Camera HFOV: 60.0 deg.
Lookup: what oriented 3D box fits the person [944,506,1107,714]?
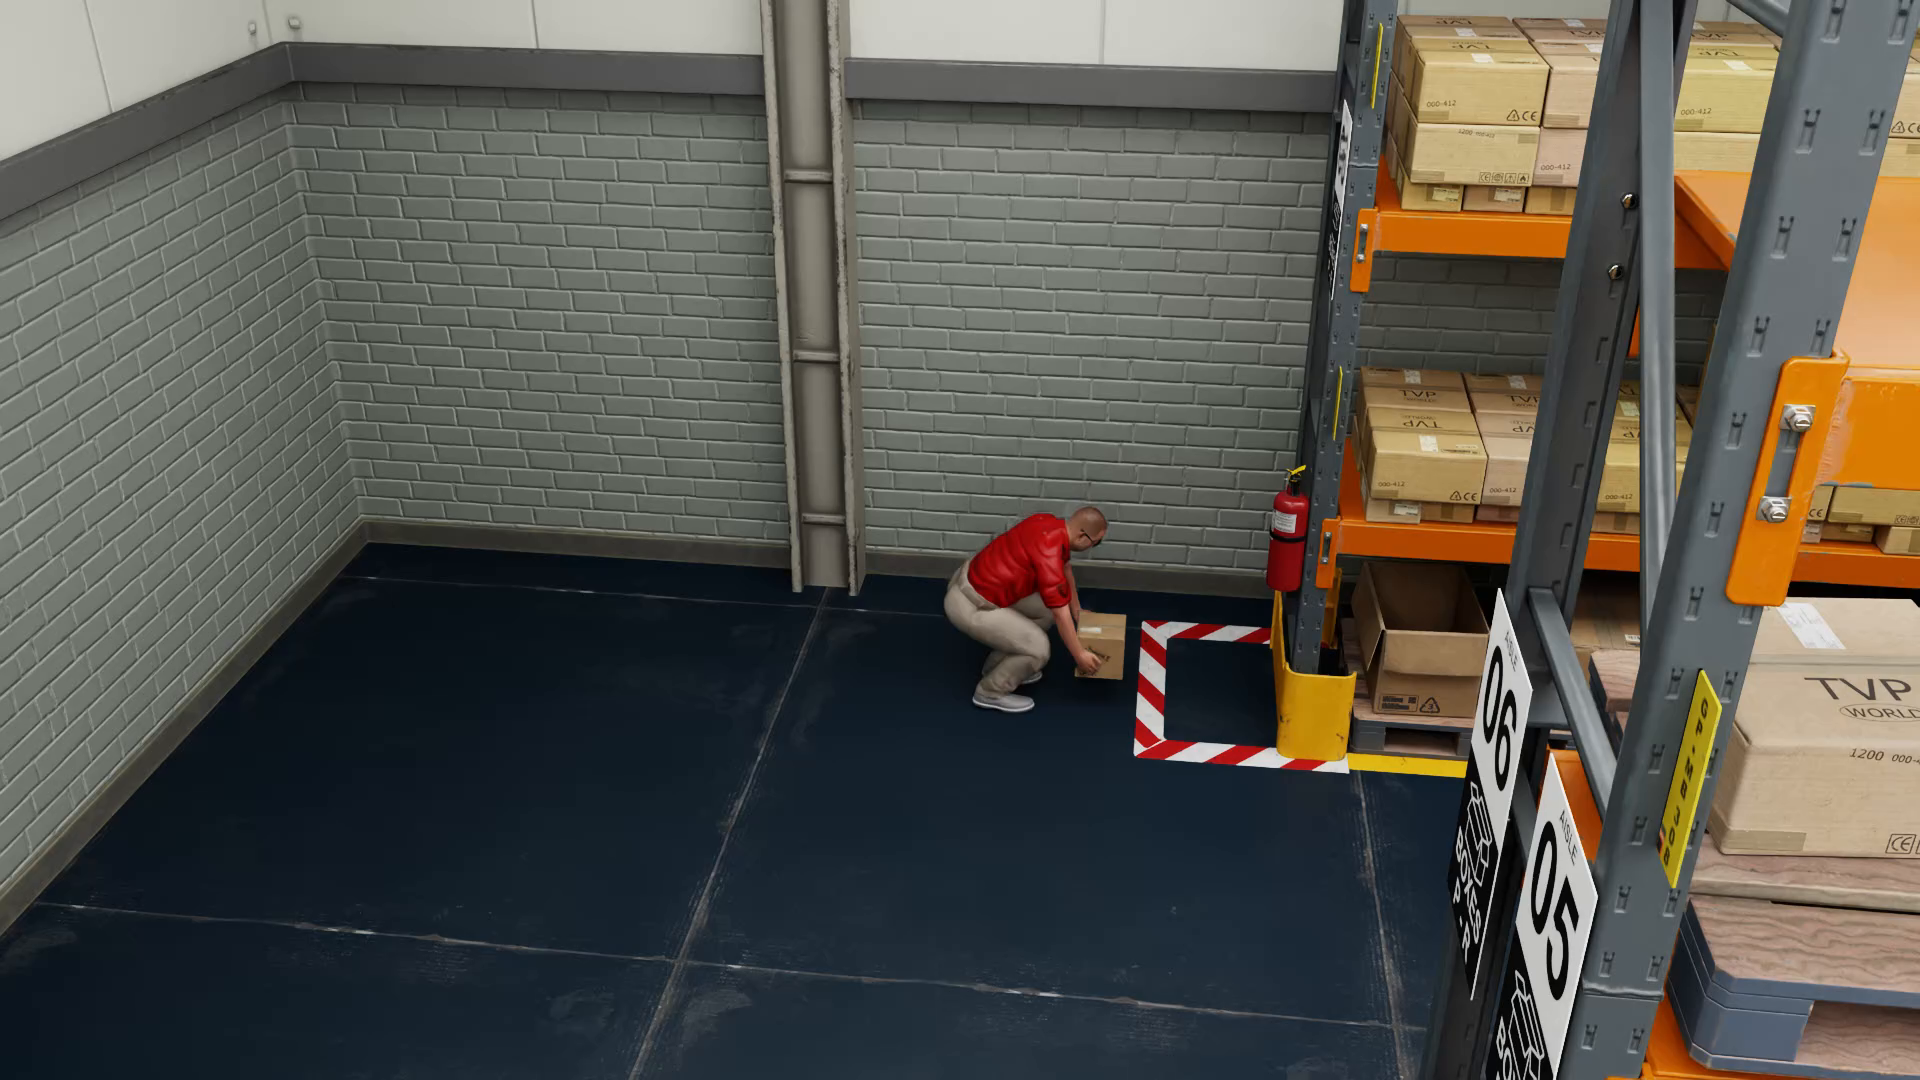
[{"bbox_3d":[0.344,0.323,8.711,0.835,1.098,0.576,3,28,6],"label":"person"}]
